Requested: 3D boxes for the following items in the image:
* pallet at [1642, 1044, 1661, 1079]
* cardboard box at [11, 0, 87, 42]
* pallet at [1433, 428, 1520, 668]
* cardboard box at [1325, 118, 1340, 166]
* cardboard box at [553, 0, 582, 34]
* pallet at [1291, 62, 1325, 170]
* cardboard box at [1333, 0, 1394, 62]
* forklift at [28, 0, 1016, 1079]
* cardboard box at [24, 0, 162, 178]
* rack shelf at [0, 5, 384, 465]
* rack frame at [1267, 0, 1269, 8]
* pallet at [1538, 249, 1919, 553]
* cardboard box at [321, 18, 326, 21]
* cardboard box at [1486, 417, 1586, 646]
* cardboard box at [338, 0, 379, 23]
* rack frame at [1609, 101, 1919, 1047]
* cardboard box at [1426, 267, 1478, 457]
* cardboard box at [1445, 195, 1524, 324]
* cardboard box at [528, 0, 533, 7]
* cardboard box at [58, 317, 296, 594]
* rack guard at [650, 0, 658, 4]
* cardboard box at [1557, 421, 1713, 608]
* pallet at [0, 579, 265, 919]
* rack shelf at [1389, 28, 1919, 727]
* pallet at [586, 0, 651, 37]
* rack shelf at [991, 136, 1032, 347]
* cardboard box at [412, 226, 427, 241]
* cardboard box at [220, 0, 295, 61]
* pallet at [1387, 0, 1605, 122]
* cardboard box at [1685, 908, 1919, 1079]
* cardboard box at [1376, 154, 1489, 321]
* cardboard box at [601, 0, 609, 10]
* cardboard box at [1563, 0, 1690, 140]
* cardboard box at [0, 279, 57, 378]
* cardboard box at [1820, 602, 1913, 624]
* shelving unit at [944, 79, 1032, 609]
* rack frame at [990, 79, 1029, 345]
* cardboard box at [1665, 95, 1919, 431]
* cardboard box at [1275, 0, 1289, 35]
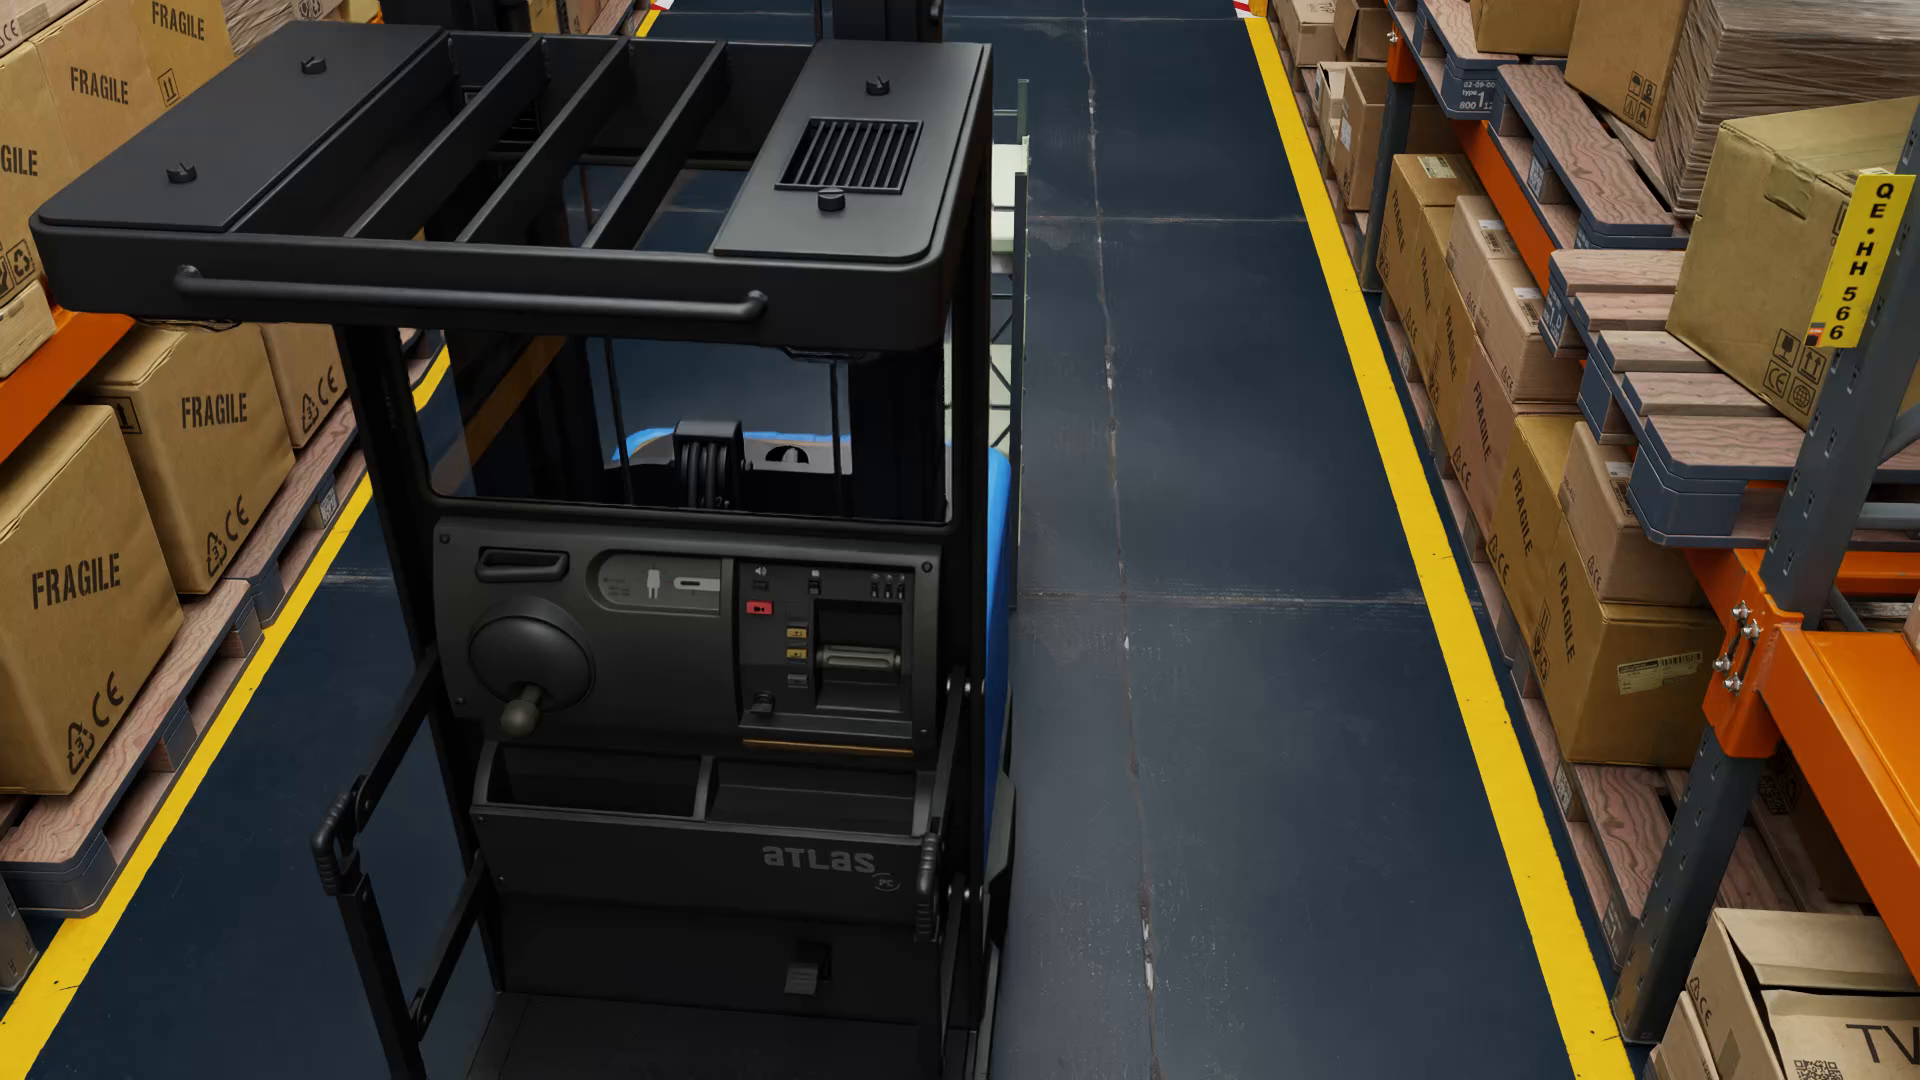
[{"bbox_3d":[2.032,1.582,3.315,1.003,0.211,1.213,1,35,2],"label":"pallet"},{"bbox_3d":[-2.533,-1.472,4.220,0.500,0.250,0.500,2,35,2],"label":"cardboard box"},{"bbox_3d":[2.223,-0.017,5.591,1.003,0.211,1.213,1,35,2],"label":"pallet"},{"bbox_3d":[1.959,-1.893,7.932,0.380,0.149,0.250,1,35,2],"label":"cardboard box"},{"bbox_3d":[-2.492,-2.908,9.087,0.700,0.500,0.500,0,35,0],"label":"cardboard box"},{"bbox_3d":[2.339,-2.285,8.819,1.003,0.211,1.213,1,35,2],"label":"pallet"},{"bbox_3d":[2.335,-2.567,8.583,0.797,0.503,0.637,1,35,2],"label":"cardboard box"},{"bbox_3d":[-0.519,0.244,2.853,1.130,2.935,3.031,3,35,5],"label":"forklift"},{"bbox_3d":[-2.519,-1.173,4.447,0.500,0.500,0.500,1,35,2],"label":"cardboard box"},{"bbox_3d":[-2.766,-0.998,5.187,1.077,0.370,4.000,1,35,2],"label":"rack shelf"},{"bbox_3d":[2.425,-4.627,9.725,1.000,3.000,0.127,1,35,2],"label":"rack frame"},{"bbox_3d":[2.061,-0.344,3.797,1.213,0.211,1.003,1,35,2],"label":"pallet"},{"bbox_3d":[-2.410,-1.700,5.761,0.380,0.149,0.250,1,35,2],"label":"cardboard box"},{"bbox_3d":[1.928,-0.028,4.973,0.500,0.500,0.500,0,35,0],"label":"cardboard box"},{"bbox_3d":[-2.403,-2.000,6.189,0.380,0.149,0.250,2,35,3],"label":"cardboard box"},{"bbox_3d":[2.104,-0.031,3.185,1.000,3.000,0.127,1,35,2],"label":"rack frame"},{"bbox_3d":[1.964,-0.620,5.815,0.500,0.500,0.500,2,35,2],"label":"cardboard box"},{"bbox_3d":[1.961,-0.946,5.627,0.500,0.250,0.500,1,35,2],"label":"cardboard box"},{"bbox_3d":[-2.336,-2.776,8.335,0.380,0.149,0.250,0,35,1],"label":"cardboard box"},{"bbox_3d":[-2.644,-0.358,5.155,0.750,0.750,0.750,1,35,2],"label":"cardboard box"},{"bbox_3d":[-2.524,-3.731,10.623,1.175,0.500,0.348,1,35,2],"label":"rack guard"},{"bbox_3d":[1.905,-0.070,4.380,0.500,0.250,0.500,3,35,4],"label":"cardboard box"},{"bbox_3d":[-2.739,0.546,4.789,1.003,0.211,1.213,1,35,2],"label":"pallet"},{"bbox_3d":[2.184,-0.886,5.027,1.077,0.370,4.000,1,35,2],"label":"rack shelf"},{"bbox_3d":[-2.479,-3.137,10.031,1.003,0.211,1.213,1,35,2],"label":"pallet"},{"bbox_3d":[0.000,-0.929,5.089,0.431,0.370,0.720,1,35,2],"label":"rack shelf"},{"bbox_3d":[-2.582,-1.357,6.577,0.750,0.750,0.750,2,35,2],"label":"cardboard box"},{"bbox_3d":[-2.491,-1.759,5.282,0.500,0.500,0.500,1,35,2],"label":"cardboard box"},{"bbox_3d":[2.123,-1.794,5.861,1.003,0.211,1.213,1,35,2],"label":"pallet"},{"bbox_3d":[1.789,0.987,3.275,0.500,0.311,0.500,2,35,3],"label":"cardboard box"},{"bbox_3d":[2.002,-1.214,6.660,0.500,0.500,0.500,0,35,0],"label":"cardboard box"},{"bbox_3d":[-2.453,-3.484,9.908,0.700,0.500,0.500,1,35,2],"label":"cardboard box"},{"bbox_3d":[2.255,-1.525,4.860,0.700,0.500,0.500,-7,36,-10],"label":"cardboard box"},{"bbox_3d":[-2.487,-0.528,4.093,0.380,0.149,0.250,2,35,3],"label":"cardboard box"},{"bbox_3d":[2.423,0.256,4.569,0.500,0.500,0.500,0,35,0],"label":"cardboard box"},{"bbox_3d":[0.000,-0.610,5.313,0.431,1.500,0.755,1,35,2],"label":"shelving unit"},{"bbox_3d":[0.014,-0.820,5.613,0.400,1.500,0.023,1,35,2],"label":"rack frame"},{"bbox_3d":[2.016,-0.608,3.554,0.700,0.500,0.500,-10,36,-14],"label":"cardboard box"},{"bbox_3d":[2.100,-3.089,9.546,0.500,0.250,0.500,1,35,2],"label":"cardboard box"}]
